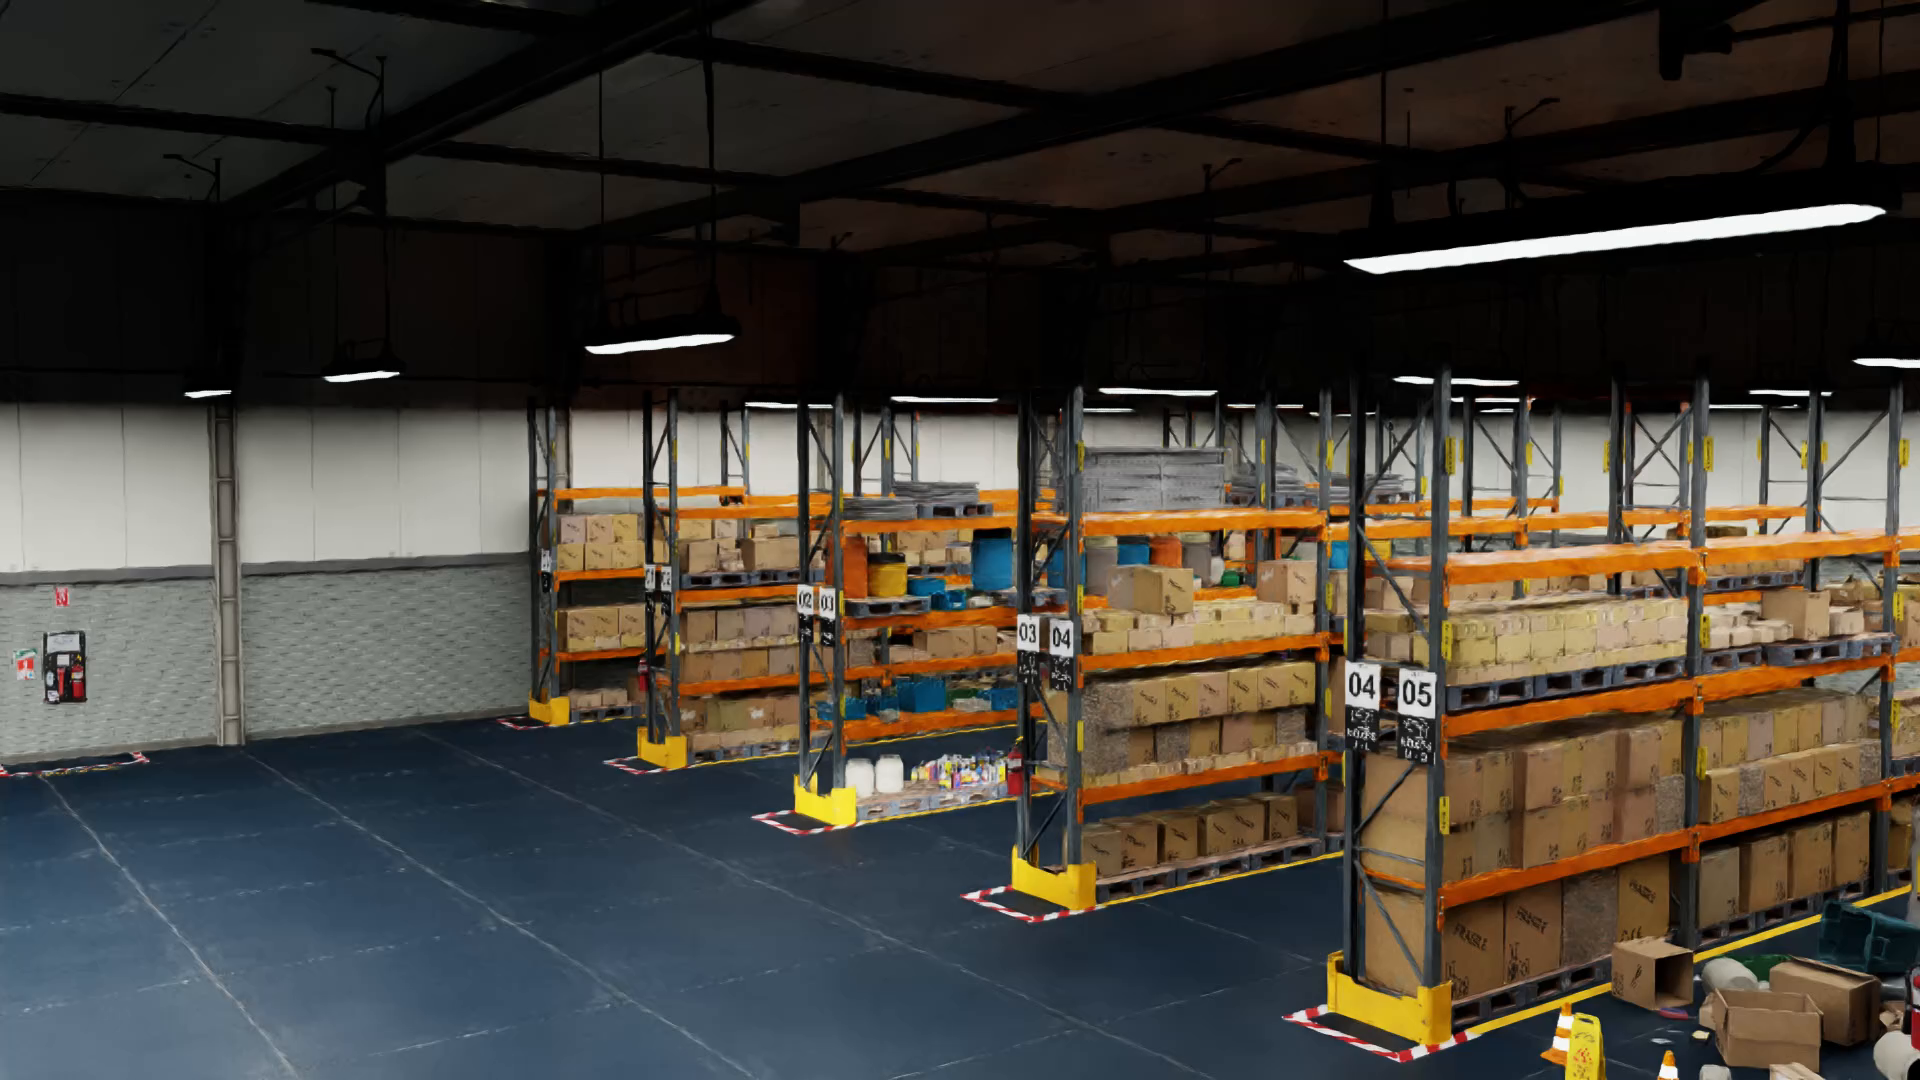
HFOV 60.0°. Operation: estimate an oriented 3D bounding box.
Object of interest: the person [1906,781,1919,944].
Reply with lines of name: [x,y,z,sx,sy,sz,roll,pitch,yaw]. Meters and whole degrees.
person: [9.971,3.302,17.107,0.440,1.675,0.496,1,4,22]
